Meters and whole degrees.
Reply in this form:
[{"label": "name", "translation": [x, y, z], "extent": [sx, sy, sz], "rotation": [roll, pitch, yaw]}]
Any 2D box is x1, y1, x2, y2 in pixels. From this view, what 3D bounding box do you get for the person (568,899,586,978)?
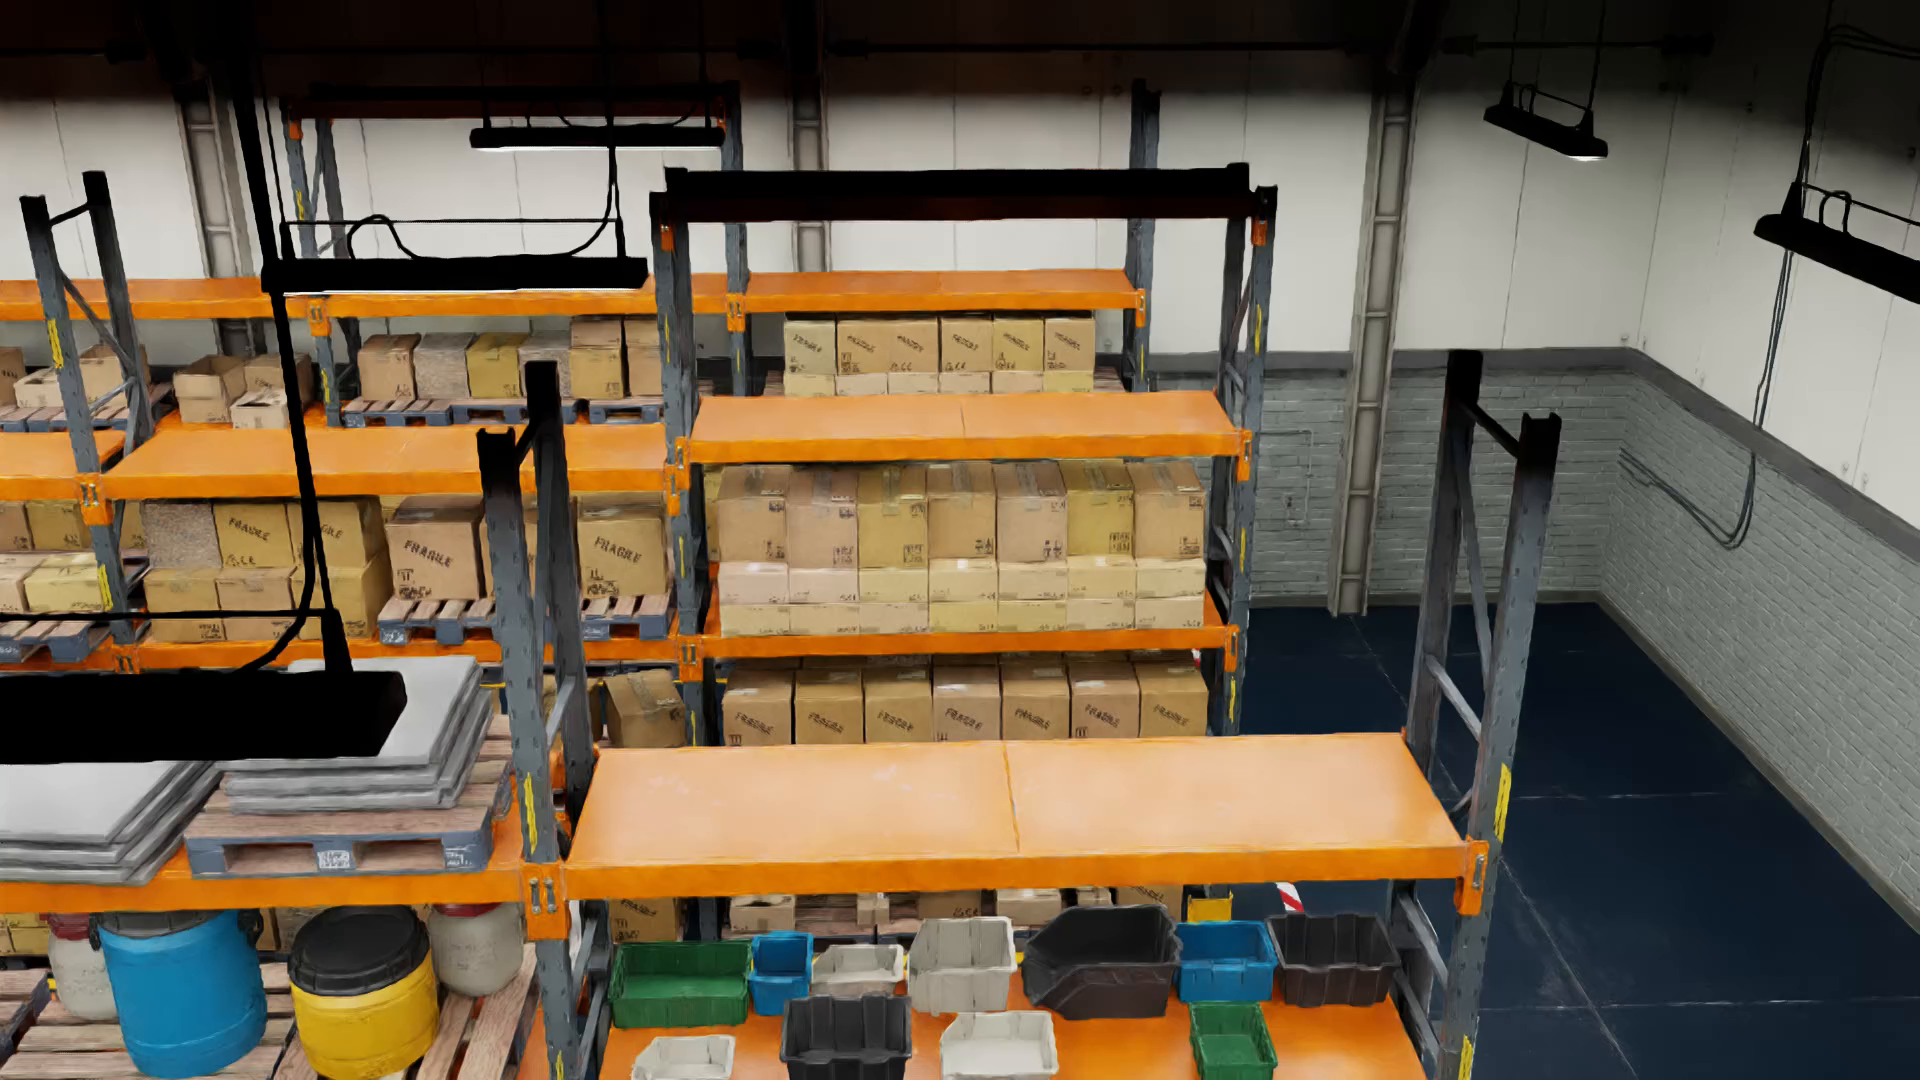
[{"label": "person", "translation": [-2.807, 2.915, 11.675], "extent": [1.127, 1.707, 0.563], "rotation": [-2, 22, -4]}]
